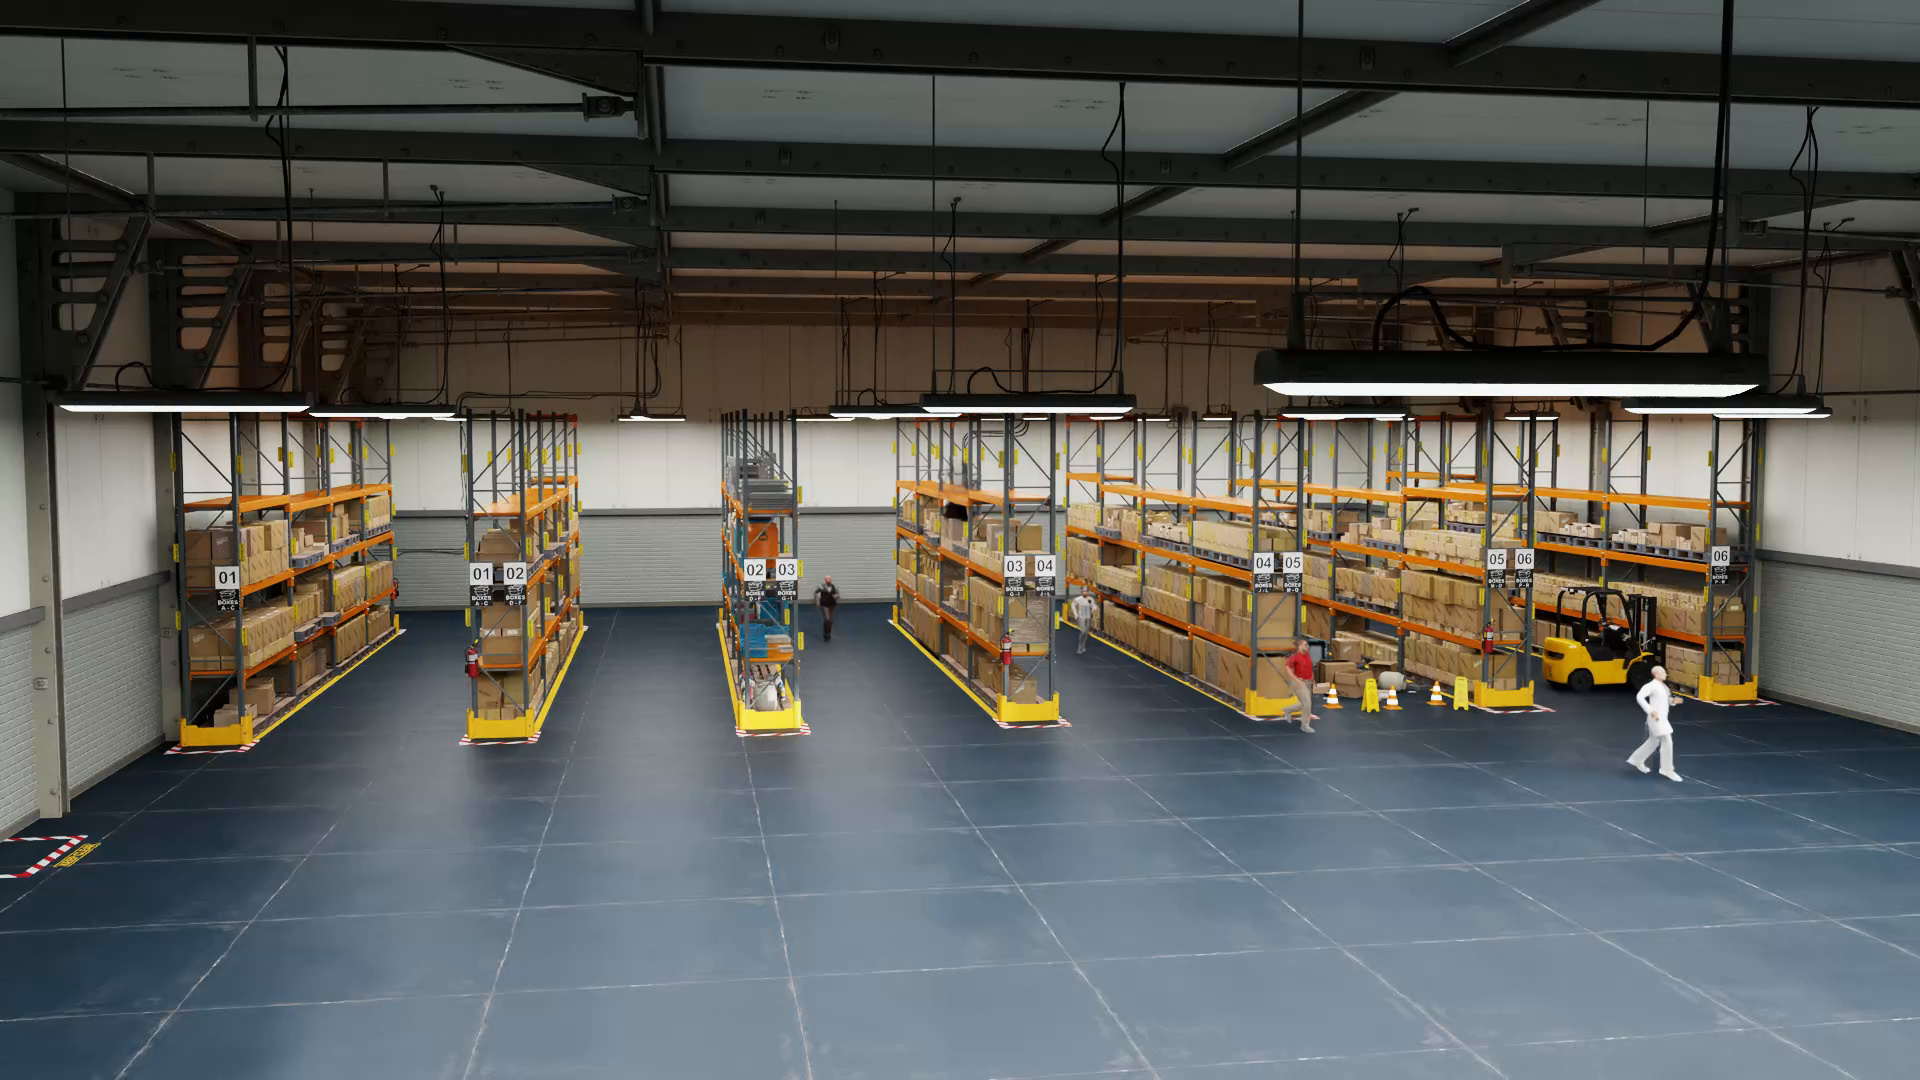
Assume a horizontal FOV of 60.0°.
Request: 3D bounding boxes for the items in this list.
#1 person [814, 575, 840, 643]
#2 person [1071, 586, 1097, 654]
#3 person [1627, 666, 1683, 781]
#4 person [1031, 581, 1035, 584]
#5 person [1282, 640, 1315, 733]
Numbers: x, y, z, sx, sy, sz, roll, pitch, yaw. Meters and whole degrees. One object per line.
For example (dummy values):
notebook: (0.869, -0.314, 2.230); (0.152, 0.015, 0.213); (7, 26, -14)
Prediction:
person: (-3.478, 1.811, 43.850); (0.624, 1.783, 0.759); (-2, 4, -26)
person: (3.127, 1.991, 41.501); (0.607, 1.728, 0.706); (-1, 4, -10)
person: (11.279, 2.948, 26.957); (0.867, 1.824, 0.694); (3, 5, 33)
person: (1.979, 1.572, 47.272); (0.703, 1.738, 0.771); (0, 4, 4)
person: (6.350, 2.717, 31.163); (0.792, 1.712, 0.690); (4, 5, 43)
